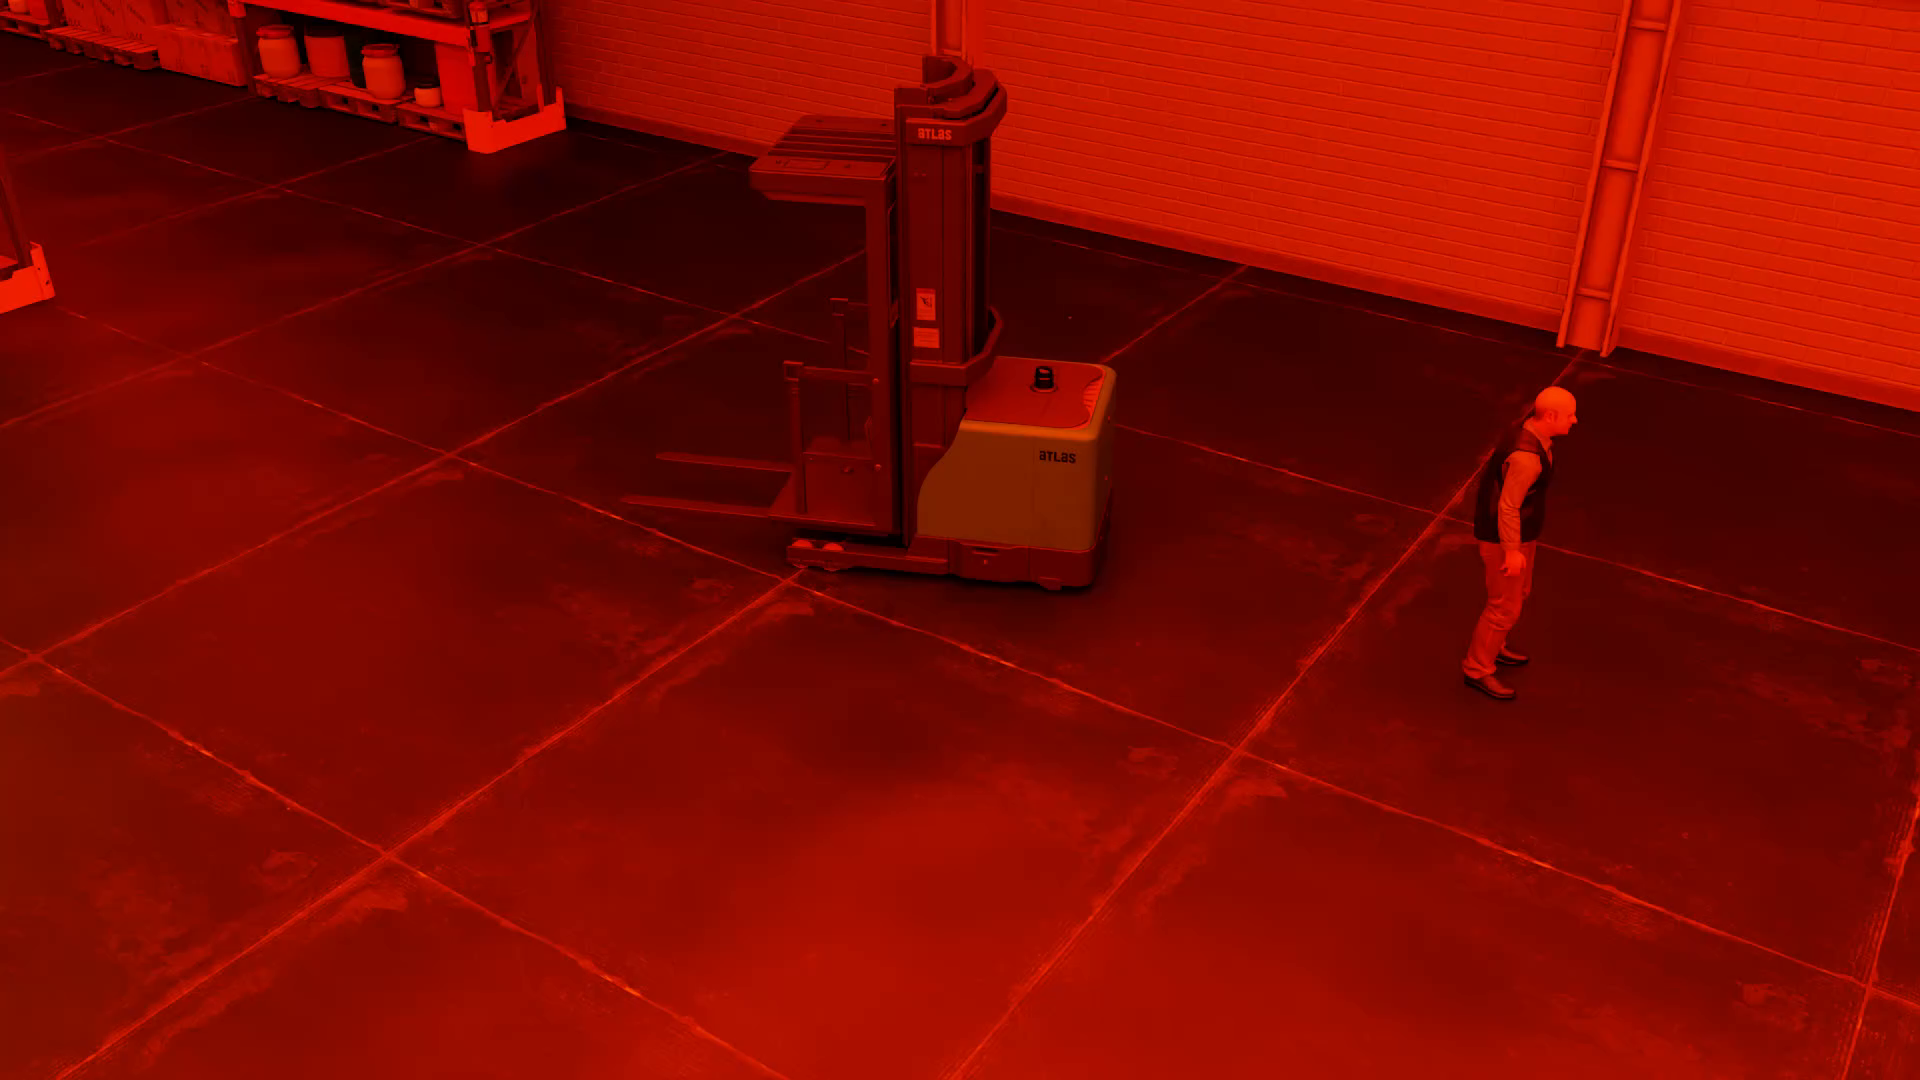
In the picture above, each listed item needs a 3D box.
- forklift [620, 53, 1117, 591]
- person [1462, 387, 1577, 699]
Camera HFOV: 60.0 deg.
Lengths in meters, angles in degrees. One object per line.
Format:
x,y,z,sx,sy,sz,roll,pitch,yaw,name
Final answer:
-0.596,-1.330,9.871,3.031,2.935,1.130,6,31,10,forklift
2.933,-0.031,8.841,0.412,1.720,0.584,14,33,23,person
